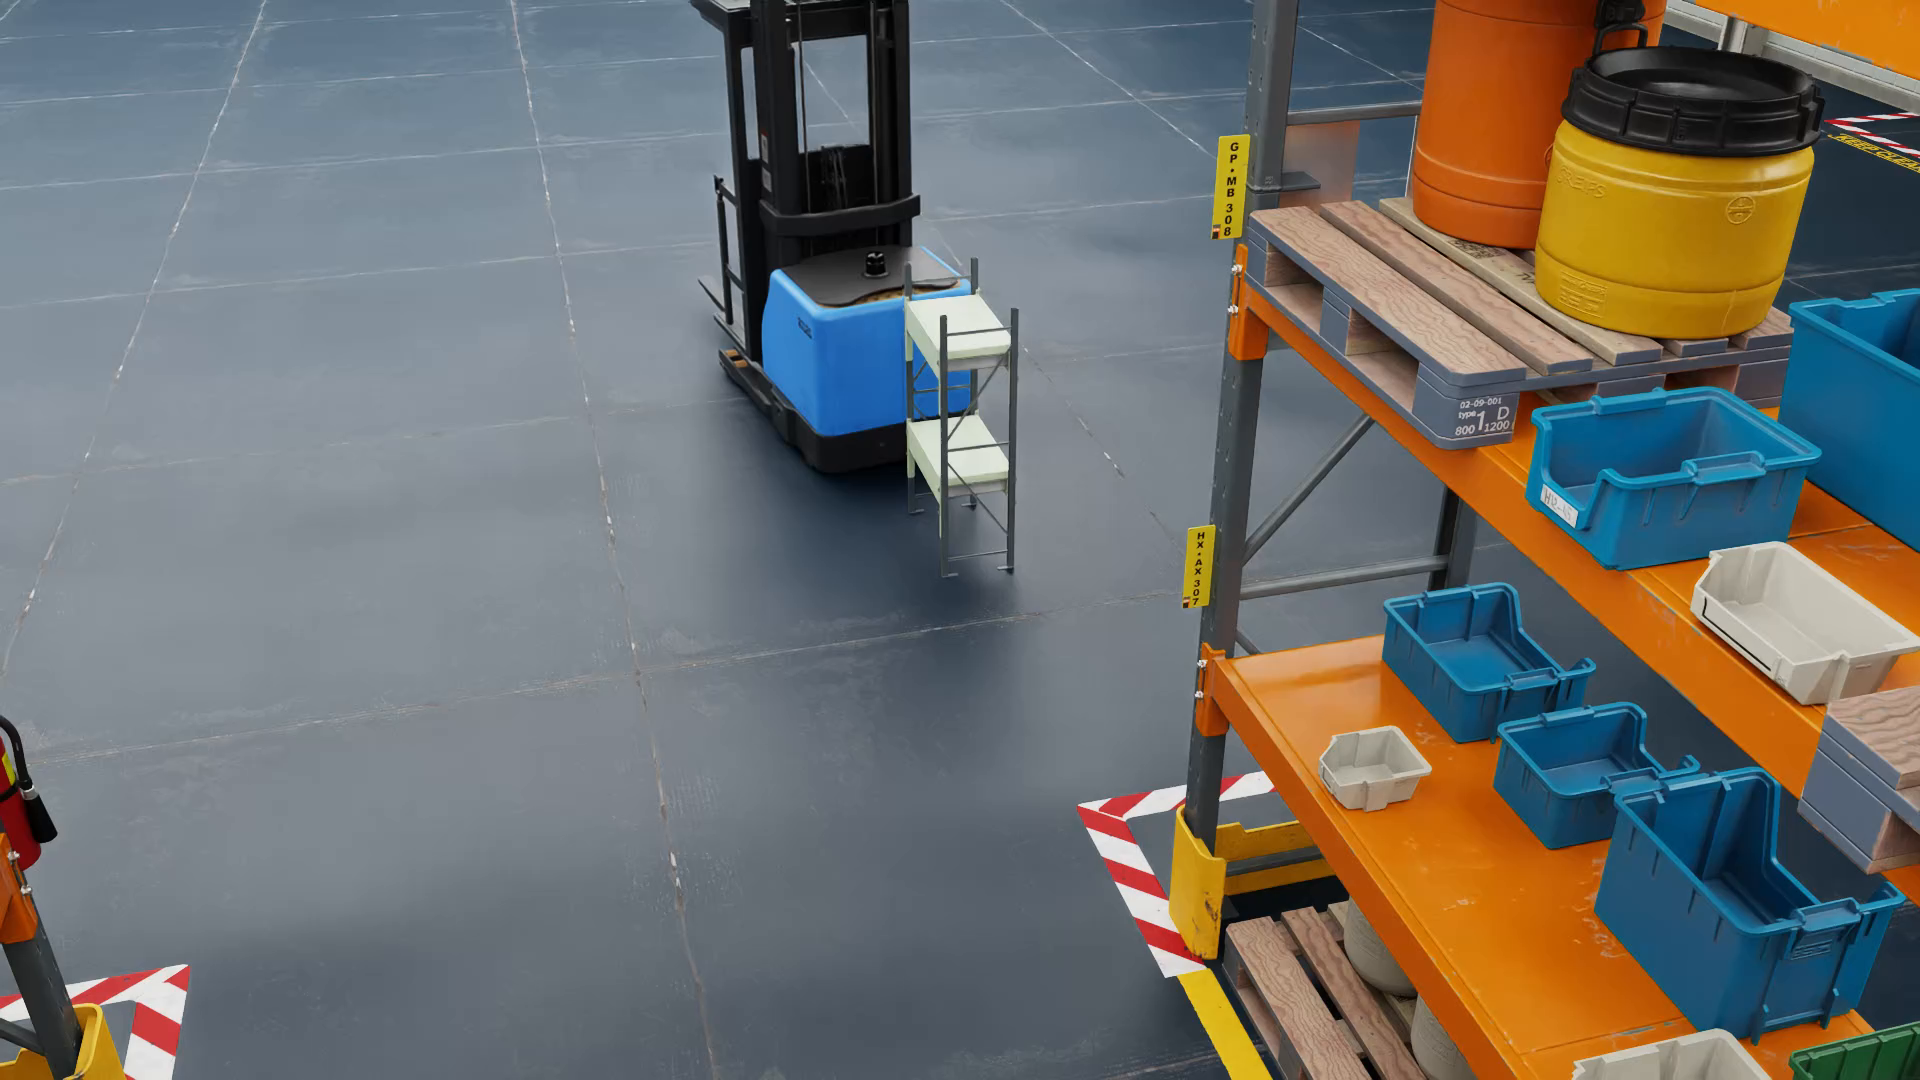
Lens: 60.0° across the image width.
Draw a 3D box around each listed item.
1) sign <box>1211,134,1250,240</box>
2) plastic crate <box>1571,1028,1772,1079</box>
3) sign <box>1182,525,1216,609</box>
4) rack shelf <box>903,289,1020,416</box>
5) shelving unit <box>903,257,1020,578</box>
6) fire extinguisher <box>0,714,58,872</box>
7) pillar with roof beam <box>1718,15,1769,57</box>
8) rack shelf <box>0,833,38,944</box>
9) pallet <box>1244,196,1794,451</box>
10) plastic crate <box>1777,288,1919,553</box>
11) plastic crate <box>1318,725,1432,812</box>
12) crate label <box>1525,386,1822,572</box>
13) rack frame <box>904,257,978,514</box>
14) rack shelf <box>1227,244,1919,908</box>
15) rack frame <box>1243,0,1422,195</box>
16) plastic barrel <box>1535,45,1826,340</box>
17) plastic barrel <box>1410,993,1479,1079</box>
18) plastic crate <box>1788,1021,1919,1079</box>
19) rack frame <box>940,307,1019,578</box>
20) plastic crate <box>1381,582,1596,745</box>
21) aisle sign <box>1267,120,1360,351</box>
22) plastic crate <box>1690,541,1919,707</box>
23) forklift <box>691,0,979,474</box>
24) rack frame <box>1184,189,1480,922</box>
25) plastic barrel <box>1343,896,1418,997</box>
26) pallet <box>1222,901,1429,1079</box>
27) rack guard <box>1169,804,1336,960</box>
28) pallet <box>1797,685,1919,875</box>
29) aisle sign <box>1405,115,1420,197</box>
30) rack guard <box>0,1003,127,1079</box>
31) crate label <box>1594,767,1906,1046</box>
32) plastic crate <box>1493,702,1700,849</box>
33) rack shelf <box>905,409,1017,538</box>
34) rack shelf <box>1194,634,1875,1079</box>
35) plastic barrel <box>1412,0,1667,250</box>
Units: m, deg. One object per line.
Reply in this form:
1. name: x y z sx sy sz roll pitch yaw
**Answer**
1. sign: 0.835 -1.087 5.130 0.100 0.325 0.005 -8 31 -13
2. plastic crate: 1.753 1.440 4.031 0.530 0.136 0.437 -8 31 -13
3. sign: 0.835 0.096 5.814 0.100 0.325 0.005 -8 31 -13
4. rack shelf: -0.002 -0.990 8.684 0.431 0.370 0.720 -8 31 -13
5. shelving unit: -0.002 -0.652 8.880 0.431 1.500 0.755 -8 31 -13
6. fire extinguisher: -2.995 0.720 5.089 0.296 0.674 0.183 -8 31 -13
7. pillar with roof beam: 4.602 -8.770 15.418 9.100 9.000 0.400 -8 31 -13
8. rack shelf: -2.878 2.080 3.380 1.077 0.370 4.000 -8 31 -13
9. pallet: 1.491 -0.660 4.589 1.003 0.211 1.213 -8 31 -13
10. plastic crate: 2.163 -0.266 3.737 0.392 0.384 0.575 -8 31 -13
11. plastic crate: 1.293 0.733 5.252 0.298 0.136 0.250 -8 31 -13
12. crate label: 1.544 -0.142 3.654 0.502 0.251 0.408 -8 31 -13
13. rack frame: -0.099 -0.829 9.185 0.400 1.500 0.023 -8 31 -13
14. rack shelf: 1.897 0.123 3.766 1.077 0.370 4.000 -8 31 -13
15. rack frame: 1.366 -2.452 4.503 1.000 3.000 0.127 -8 31 -13
16. plastic barrel: 1.791 -0.883 4.180 0.600 0.588 0.600 0 30 0
17. plastic barrel: 1.748 1.589 5.574 0.421 0.512 0.421 0 30 0
18. plastic crate: 2.340 1.475 3.919 0.450 0.188 0.662 -8 31 -13
19. rack frame: 0.095 -0.476 8.574 0.400 1.500 0.023 -8 31 -13
20. plastic crate: 1.787 0.411 5.695 0.499 0.251 0.616 -8 31 -13
21. aisle sign: 1.065 -0.977 5.348 0.394 0.787 0.004 -8 31 -13
22. plastic crate: 1.612 0.171 3.230 0.243 0.136 0.396 -8 31 -13
23. forklift: -0.965 -2.377 10.431 1.130 2.935 3.031 -13 33 -21
24. rack frame: 1.366 0.144 6.006 1.000 3.000 0.127 -8 31 -13
25. plastic barrel: 1.614 1.347 5.993 0.421 0.512 0.421 0 30 0
26. pallet: 1.642 1.775 5.973 1.003 0.211 1.213 -8 31 -13
27. rack guard: 1.432 1.257 6.580 1.175 0.500 0.348 -8 31 -13
28. pallet: 2.142 0.524 2.544 1.213 0.211 1.003 -8 31 -13
29. aisle sign: 1.633 -1.055 5.483 0.394 0.787 0.004 -8 31 -13
30. rack guard: -3.389 1.921 5.431 1.175 0.500 0.348 -8 31 -13
31. crate label: 2.115 0.982 4.524 0.502 0.435 0.616 -8 31 -13
32. plastic crate: 1.954 0.725 5.151 0.499 0.251 0.408 -8 31 -13
33. rack shelf: -0.002 -0.370 9.043 0.431 0.370 0.720 -8 31 -13
34. rack shelf: 1.897 1.422 4.518 1.077 0.370 4.000 -8 31 -13
35. plastic barrel: 1.618 -1.304 4.666 0.600 0.830 0.708 -8 31 -13
